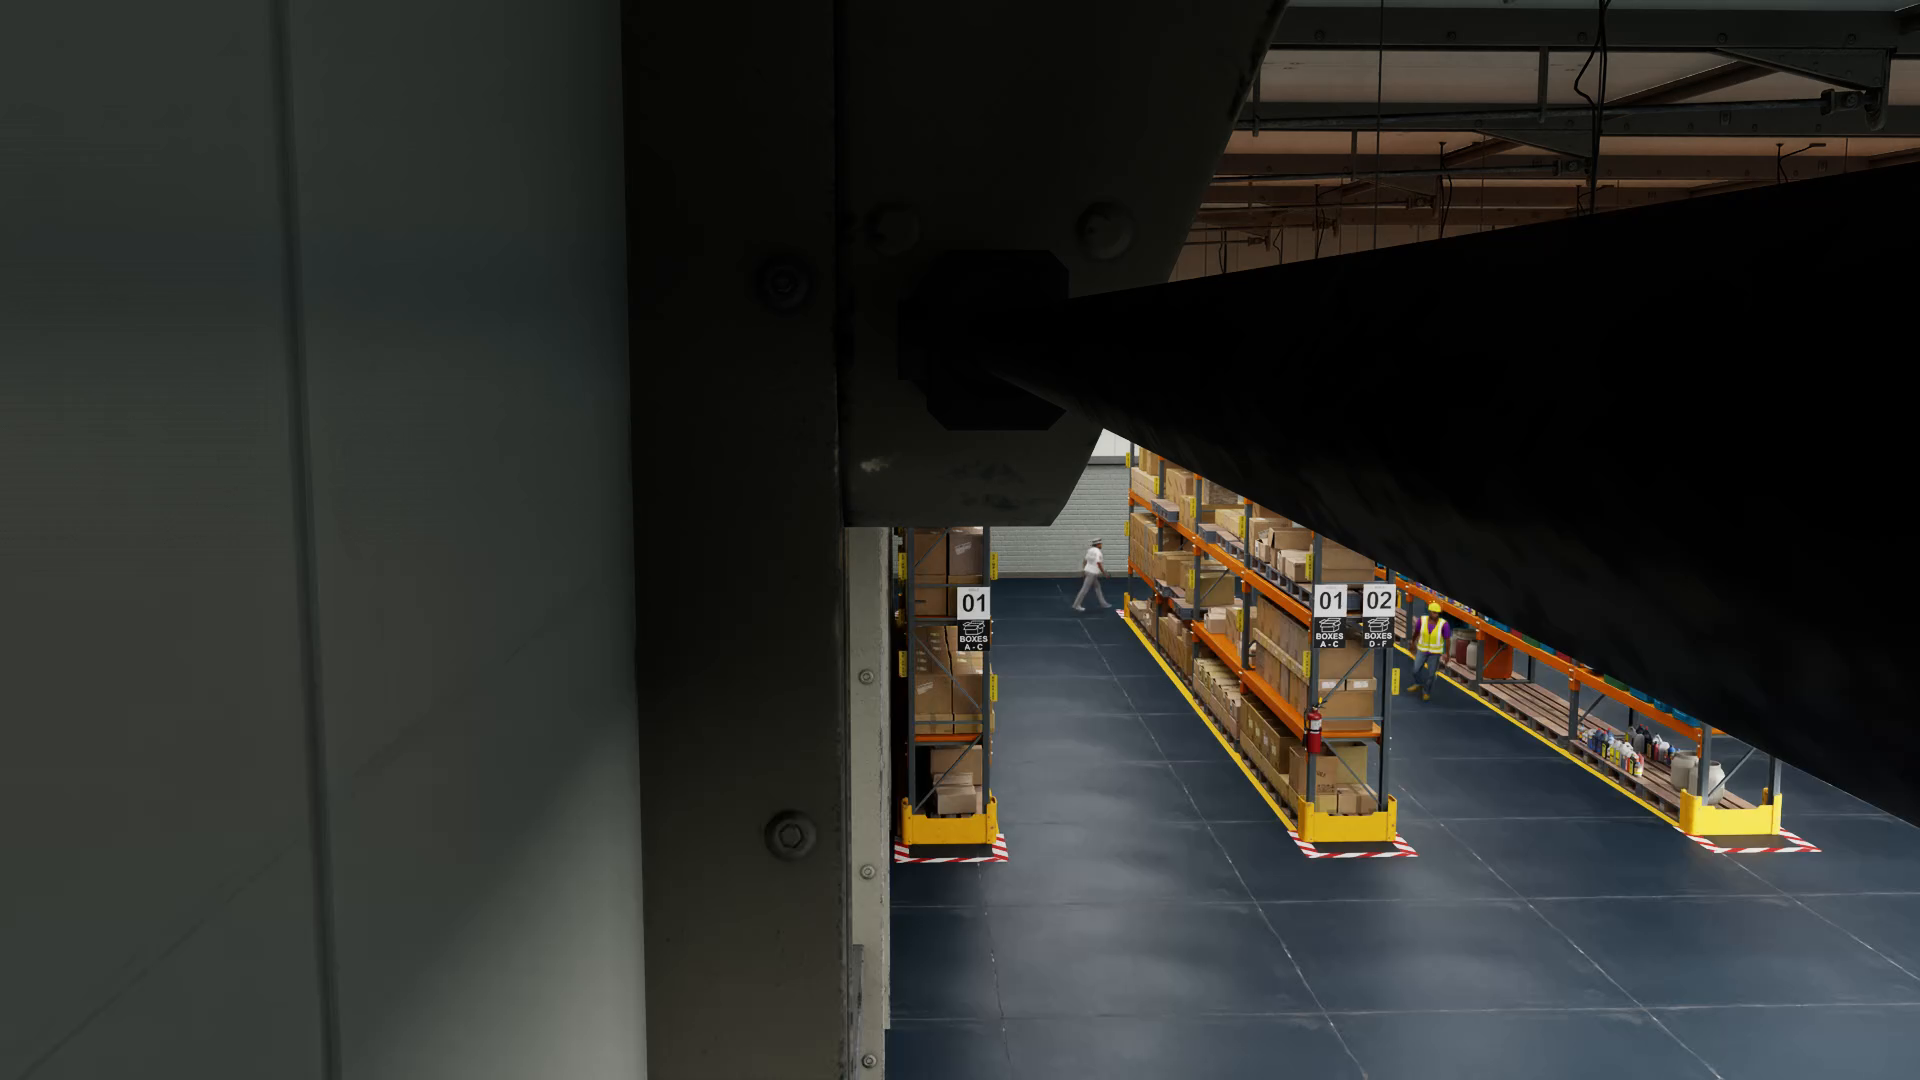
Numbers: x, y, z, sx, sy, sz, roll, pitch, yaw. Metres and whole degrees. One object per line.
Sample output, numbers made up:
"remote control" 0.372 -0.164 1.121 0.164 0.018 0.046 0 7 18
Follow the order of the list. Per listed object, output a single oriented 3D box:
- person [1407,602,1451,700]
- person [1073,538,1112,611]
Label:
"person" 7.953 1.879 28.191 0.720 1.720 0.609 3 8 25
"person" 2.975 0.753 36.982 1.020 1.596 0.639 -3 8 -21
